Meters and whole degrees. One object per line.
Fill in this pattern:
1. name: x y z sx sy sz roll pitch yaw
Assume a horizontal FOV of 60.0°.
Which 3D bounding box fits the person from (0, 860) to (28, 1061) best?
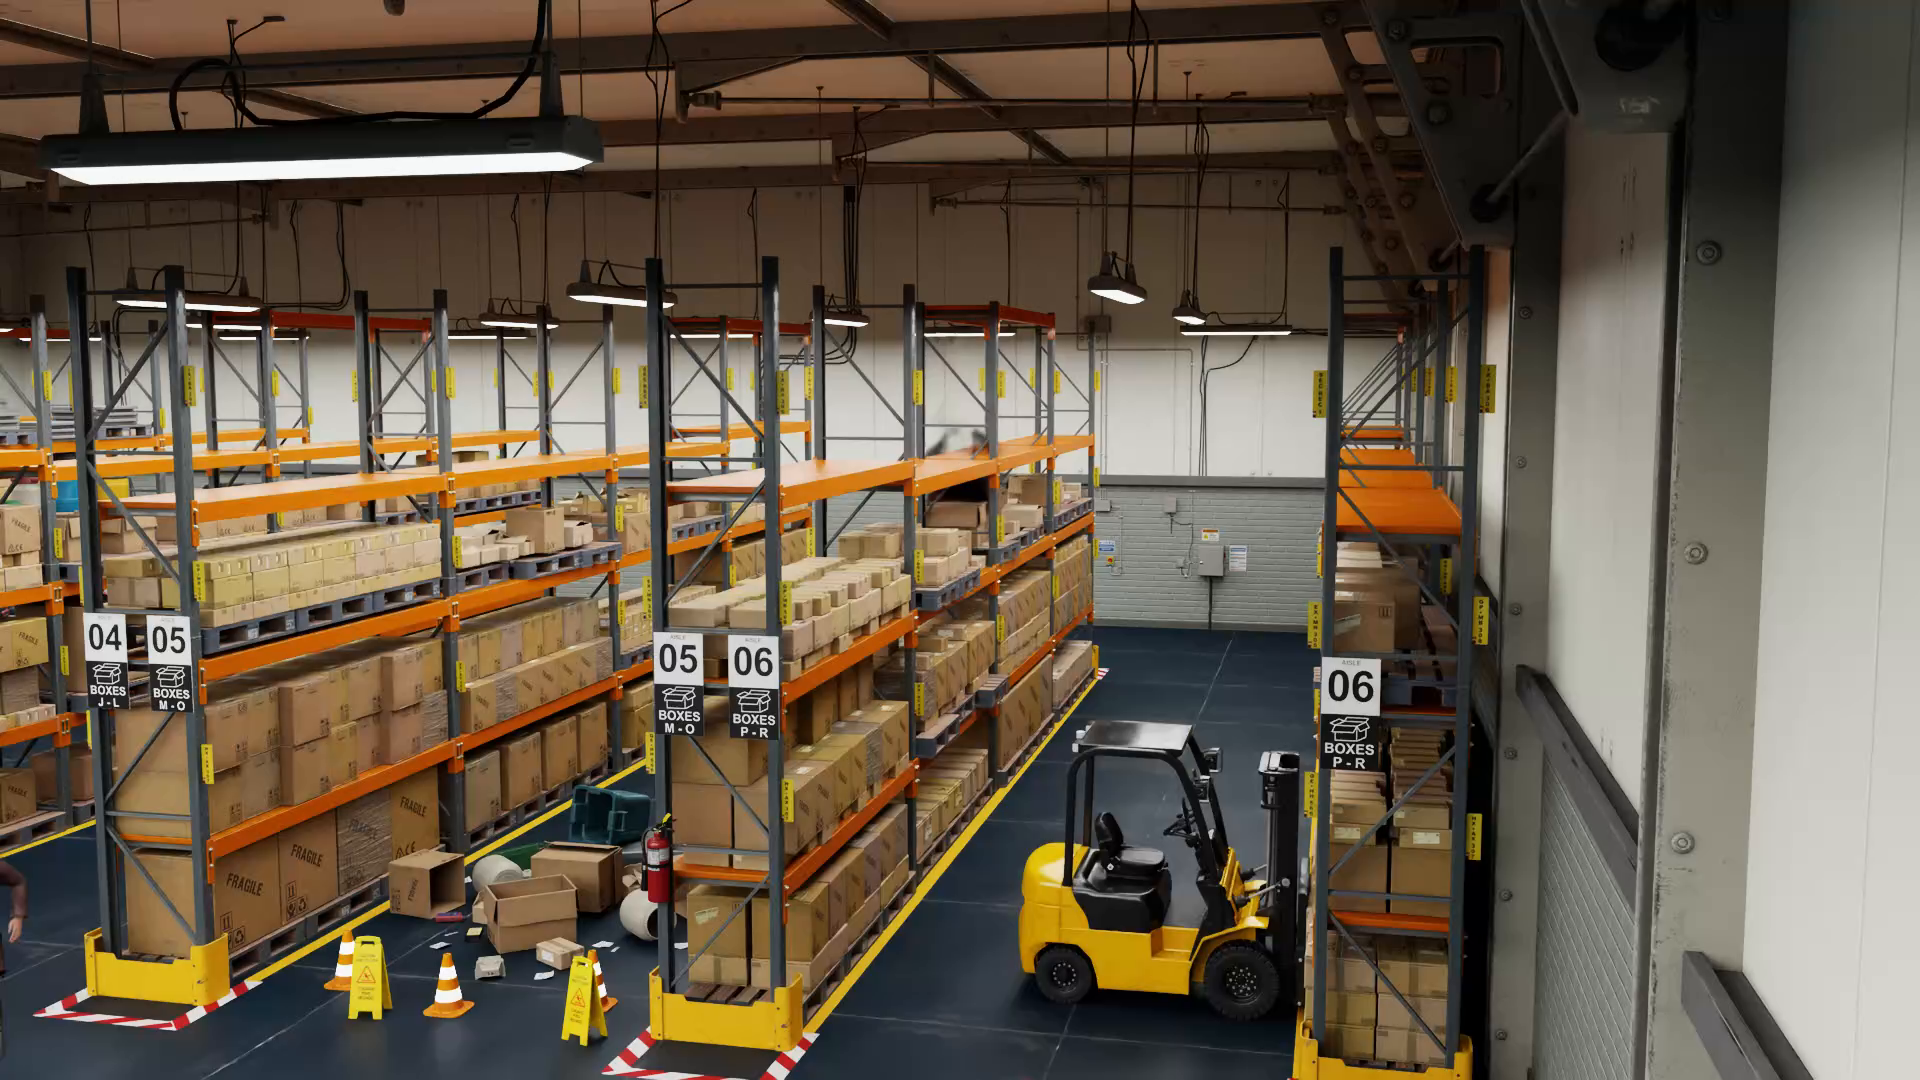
1. person: -7.340 3.100 12.349 0.741 1.704 0.735 -3 6 -26
